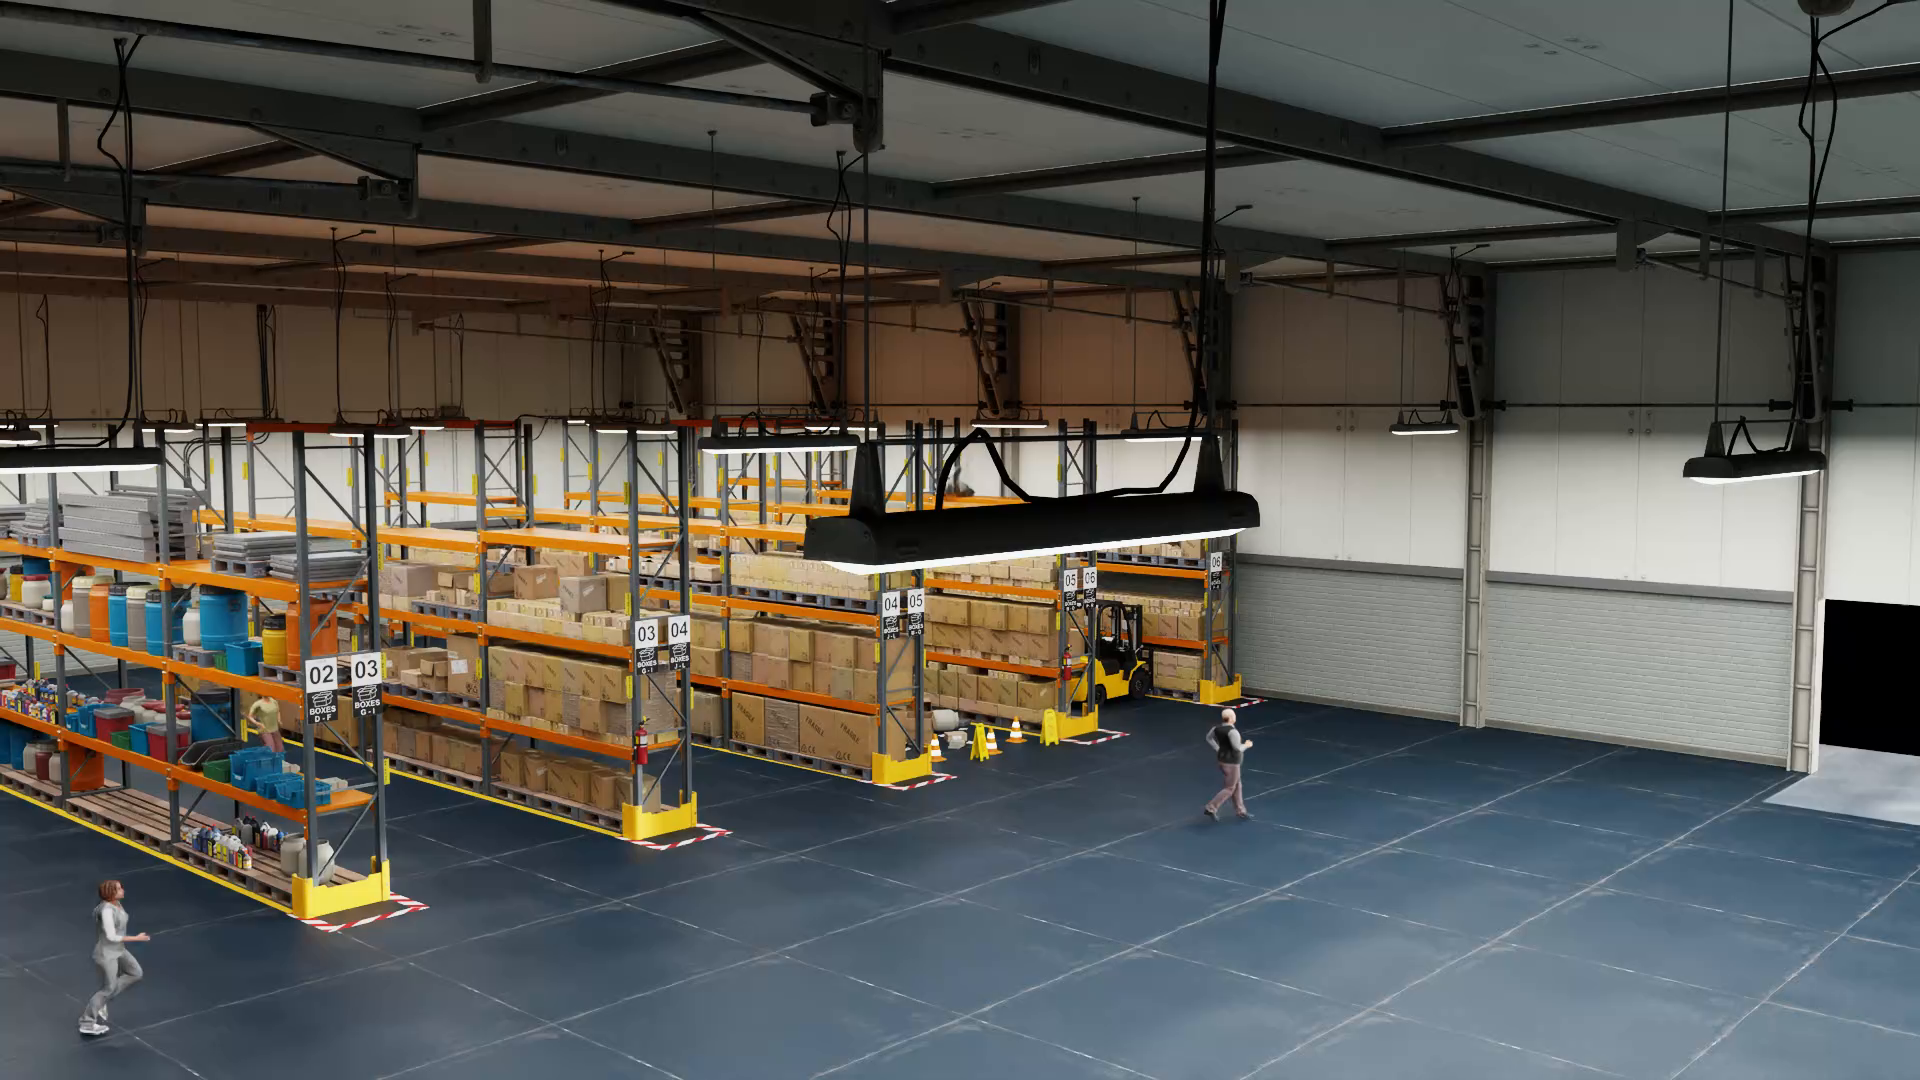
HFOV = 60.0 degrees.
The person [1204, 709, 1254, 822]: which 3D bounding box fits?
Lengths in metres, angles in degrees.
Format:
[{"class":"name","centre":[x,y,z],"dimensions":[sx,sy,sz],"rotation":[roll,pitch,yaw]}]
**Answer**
[{"class":"person","centre":[4.064,3.393,25.055],"dimensions":[0.906,1.713,0.661],"rotation":[-2,5,-18]}]

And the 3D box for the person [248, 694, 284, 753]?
[{"class":"person","centre":[-11.708,3.226,28.053],"dimensions":[0.609,1.619,0.580],"rotation":[3,6,34]}]

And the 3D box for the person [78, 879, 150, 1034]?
[{"class":"person","centre":[-8.542,4.177,16.801],"dimensions":[0.691,1.556,0.568],"rotation":[-1,5,-15]}]
